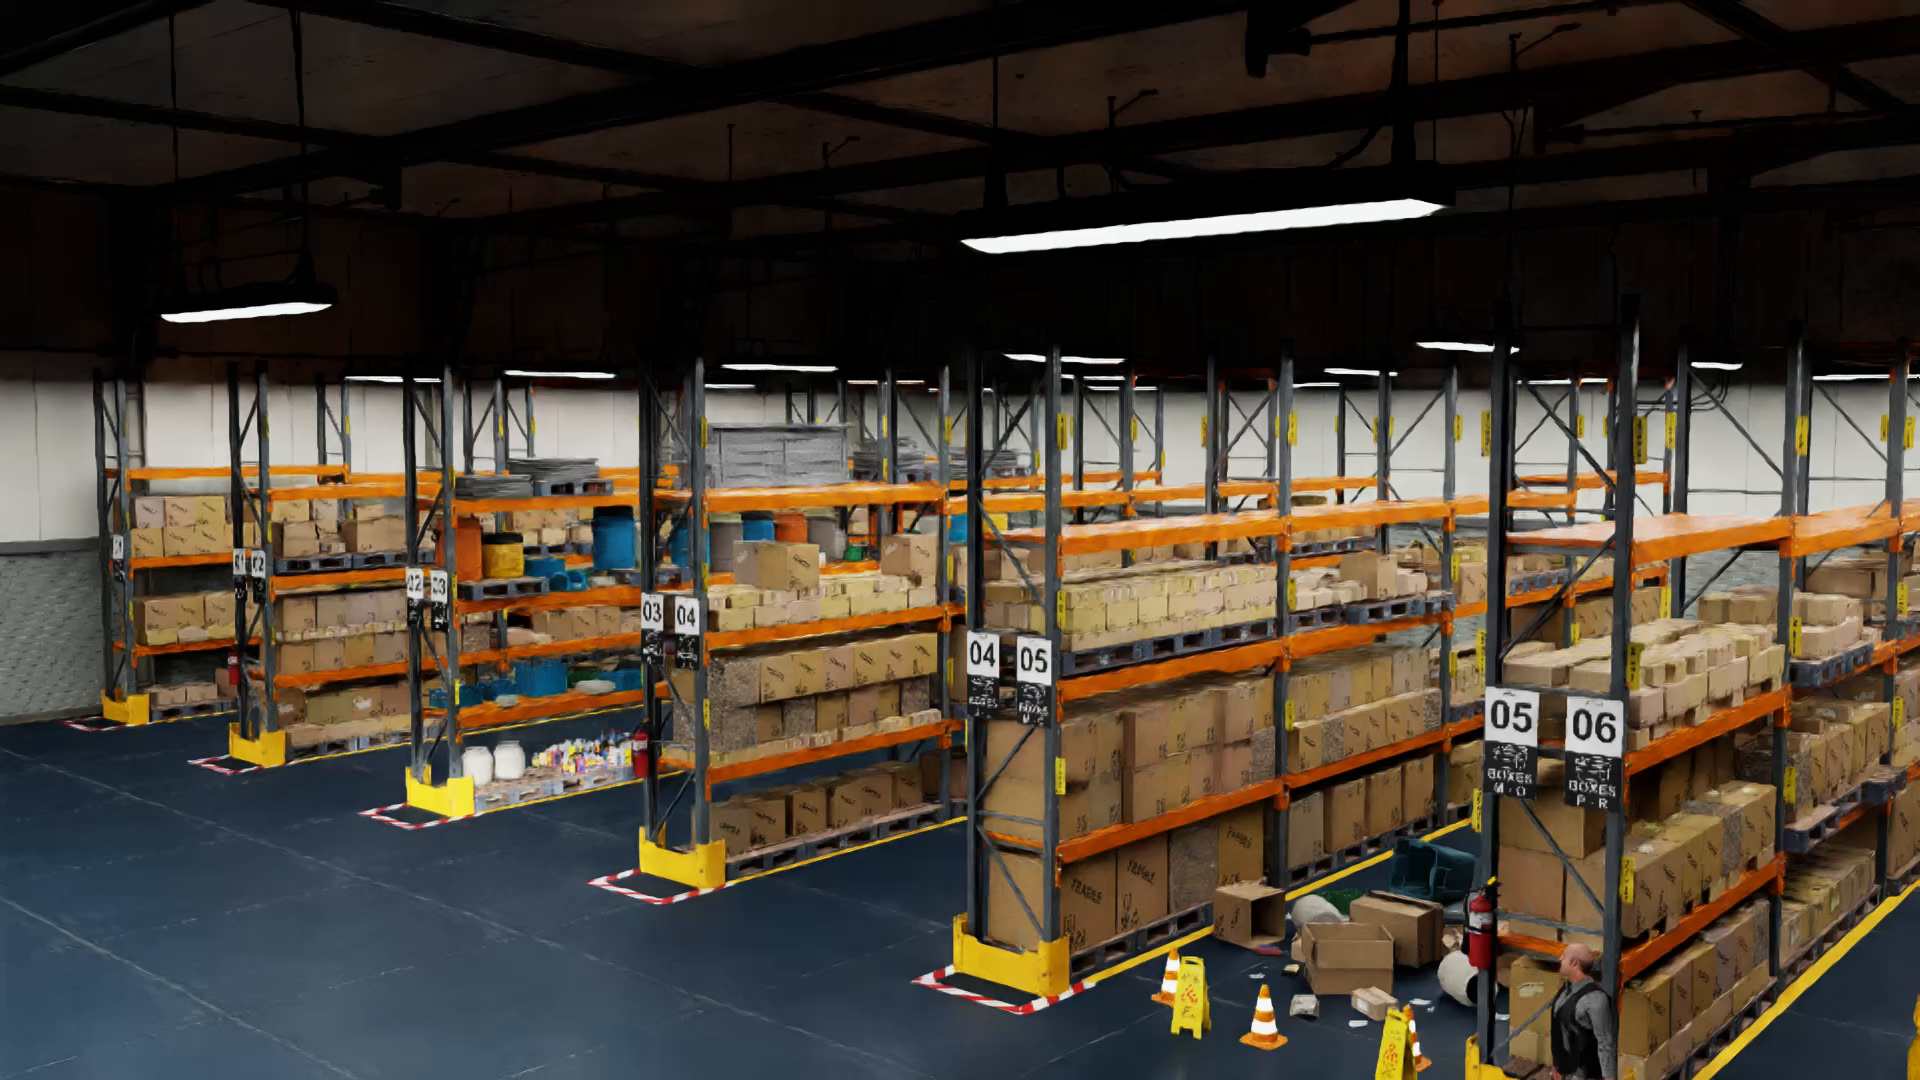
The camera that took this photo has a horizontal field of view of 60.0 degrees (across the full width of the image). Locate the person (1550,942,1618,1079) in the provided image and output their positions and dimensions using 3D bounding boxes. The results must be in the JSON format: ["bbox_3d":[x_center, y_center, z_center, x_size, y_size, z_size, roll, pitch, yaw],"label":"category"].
[{"bbox_3d":[4.075,3.498,10.893,0.478,1.708,0.637,0,4,6],"label":"person"}]

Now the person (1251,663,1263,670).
[{"bbox_3d":[4.311,2.582,24.118,0.523,1.591,0.522,-1,4,-18],"label":"person"}]
